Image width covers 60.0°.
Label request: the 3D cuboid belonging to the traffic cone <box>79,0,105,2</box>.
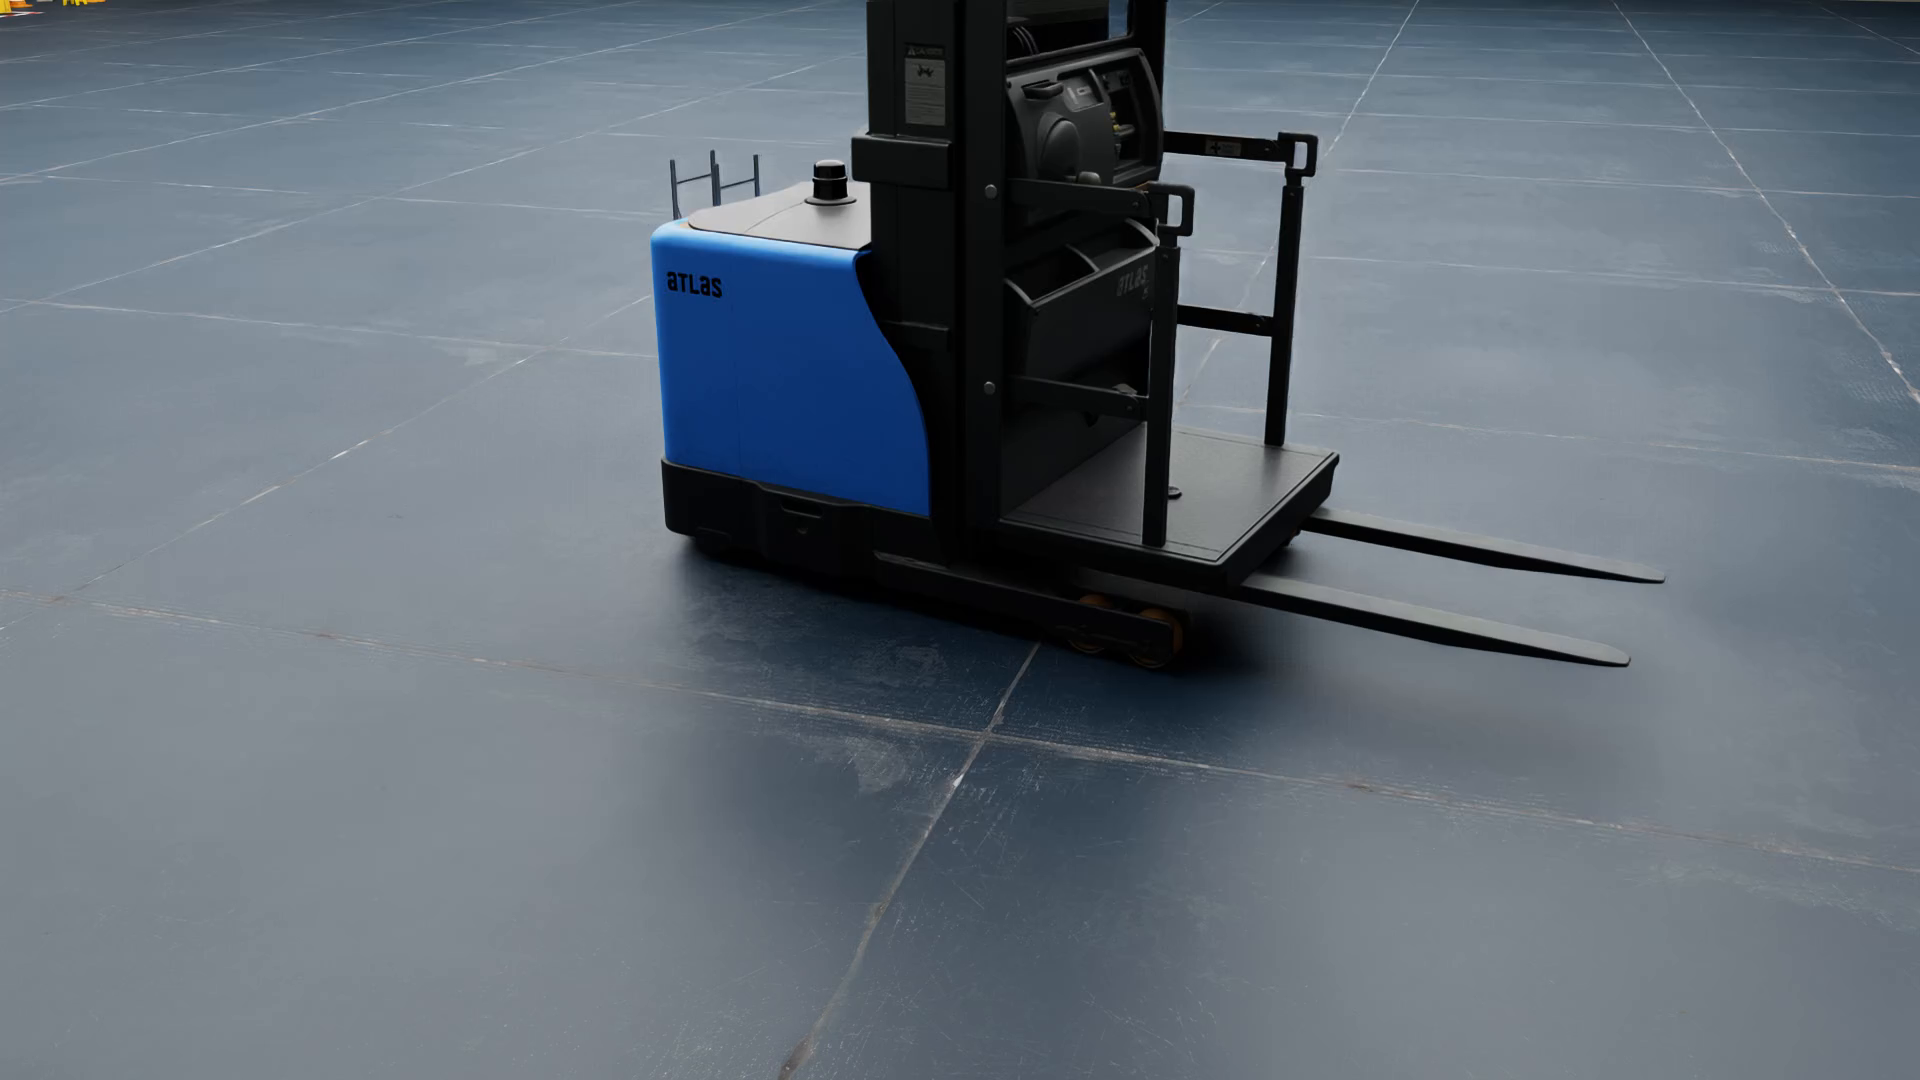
[{"bbox_3d":[-13.951,-8.860,26.611,0.334,0.463,0.336,7,23,16],"label":"traffic cone"}]

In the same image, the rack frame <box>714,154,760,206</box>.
[{"bbox_3d":[-0.749,-0.720,5.795,0.006,1.200,0.240,12,25,27],"label":"rack frame"}]

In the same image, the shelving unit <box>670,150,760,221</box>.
[{"bbox_3d":[-0.829,-0.737,5.836,0.189,1.200,0.258,12,25,27],"label":"shelving unit"}]

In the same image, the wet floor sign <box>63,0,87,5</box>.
[{"bbox_3d":[-13.905,-8.713,26.013,0.232,0.644,0.267,3,22,6],"label":"wet floor sign"}]

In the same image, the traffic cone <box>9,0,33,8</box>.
[{"bbox_3d":[-14.603,-8.487,25.701,0.334,0.463,0.336,7,23,16],"label":"traffic cone"}]

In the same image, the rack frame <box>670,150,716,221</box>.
[{"bbox_3d":[-0.908,-0.754,5.878,0.006,1.200,0.240,12,25,27],"label":"rack frame"}]

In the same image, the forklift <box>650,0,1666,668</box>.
[{"bbox_3d":[0.553,-1.222,4.737,3.031,2.935,1.130,12,25,27],"label":"forklift"}]

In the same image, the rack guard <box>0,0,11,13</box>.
[{"bbox_3d":[-14.482,-7.927,24.288,0.348,0.500,1.175,7,23,16],"label":"rack guard"}]
